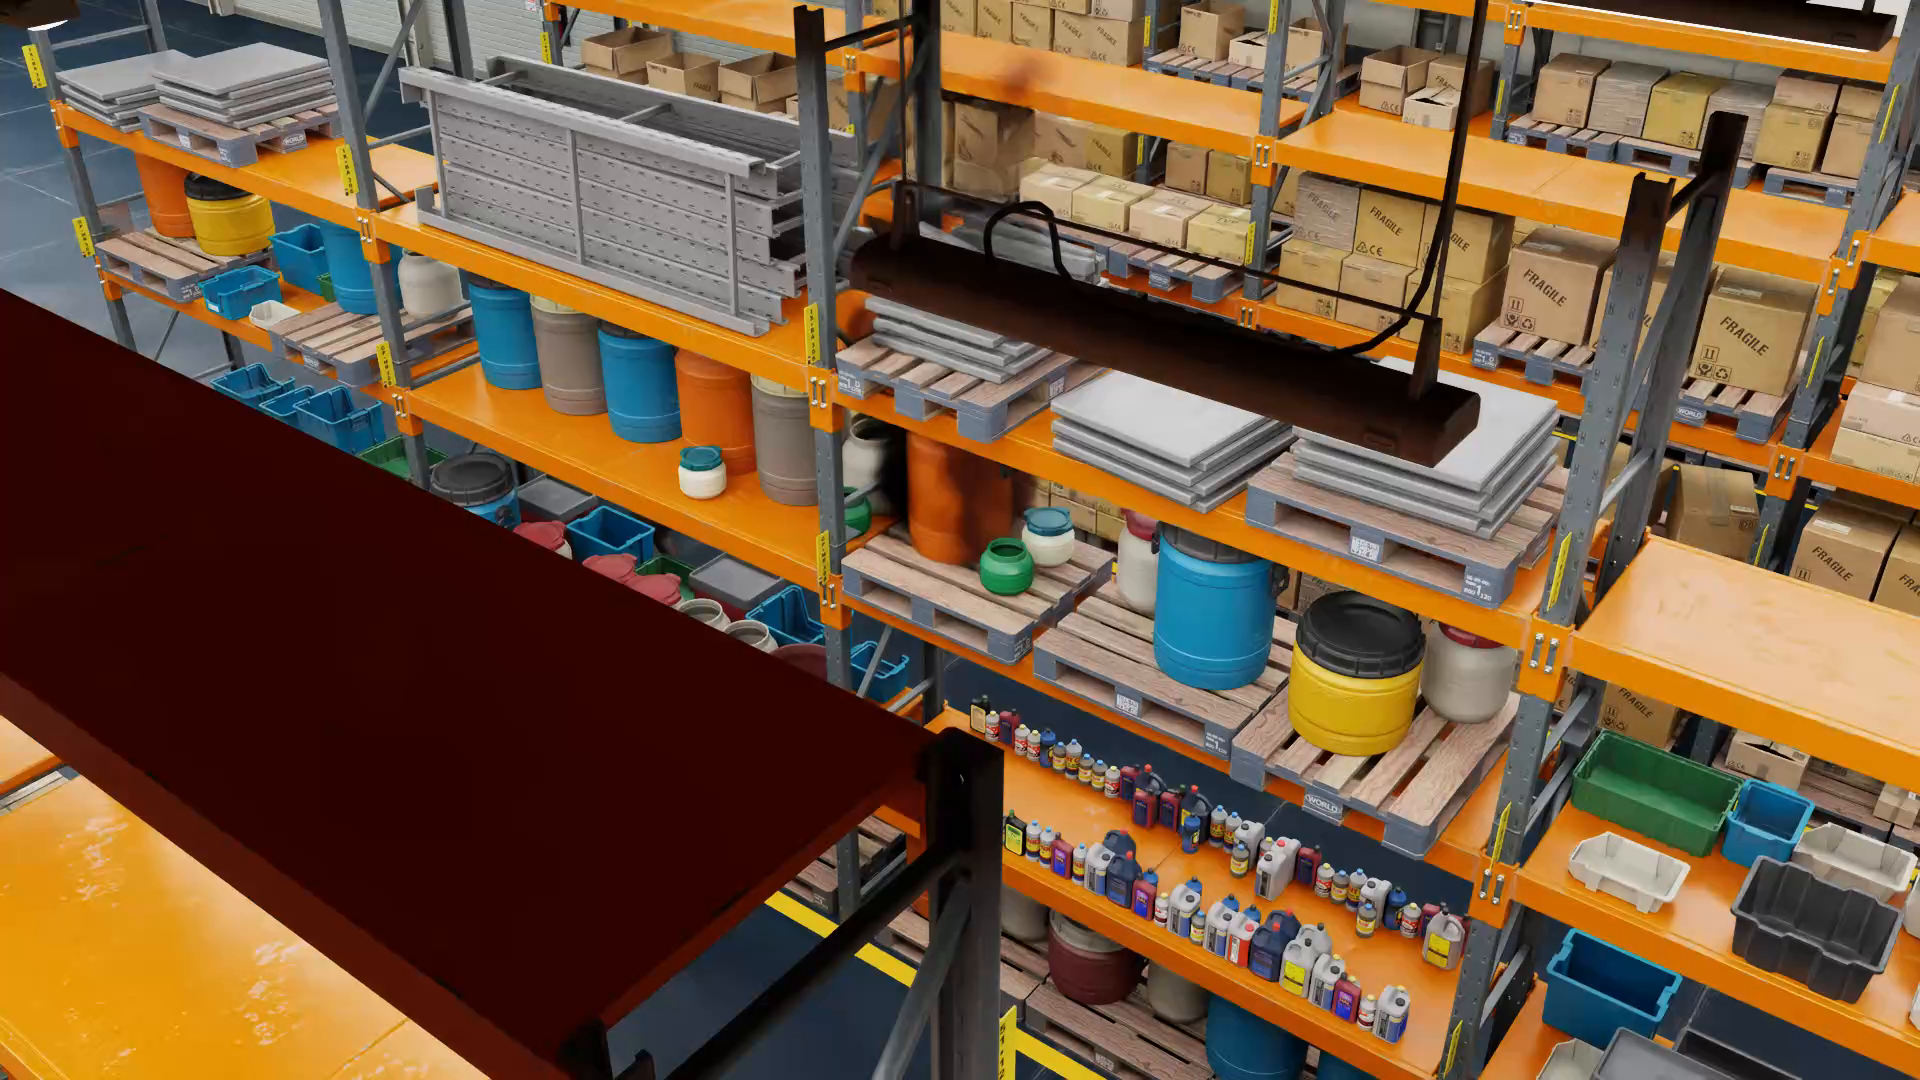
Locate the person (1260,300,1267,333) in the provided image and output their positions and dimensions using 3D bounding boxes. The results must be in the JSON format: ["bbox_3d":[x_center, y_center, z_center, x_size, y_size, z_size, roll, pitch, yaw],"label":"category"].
[{"bbox_3d":[2.931,-1.612,16.383,0.833,1.617,0.508,14,34,22],"label":"person"}]

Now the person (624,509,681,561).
[{"bbox_3d":[-2.667,-0.320,14.173,0.646,1.717,0.642,18,36,27],"label":"person"}]
